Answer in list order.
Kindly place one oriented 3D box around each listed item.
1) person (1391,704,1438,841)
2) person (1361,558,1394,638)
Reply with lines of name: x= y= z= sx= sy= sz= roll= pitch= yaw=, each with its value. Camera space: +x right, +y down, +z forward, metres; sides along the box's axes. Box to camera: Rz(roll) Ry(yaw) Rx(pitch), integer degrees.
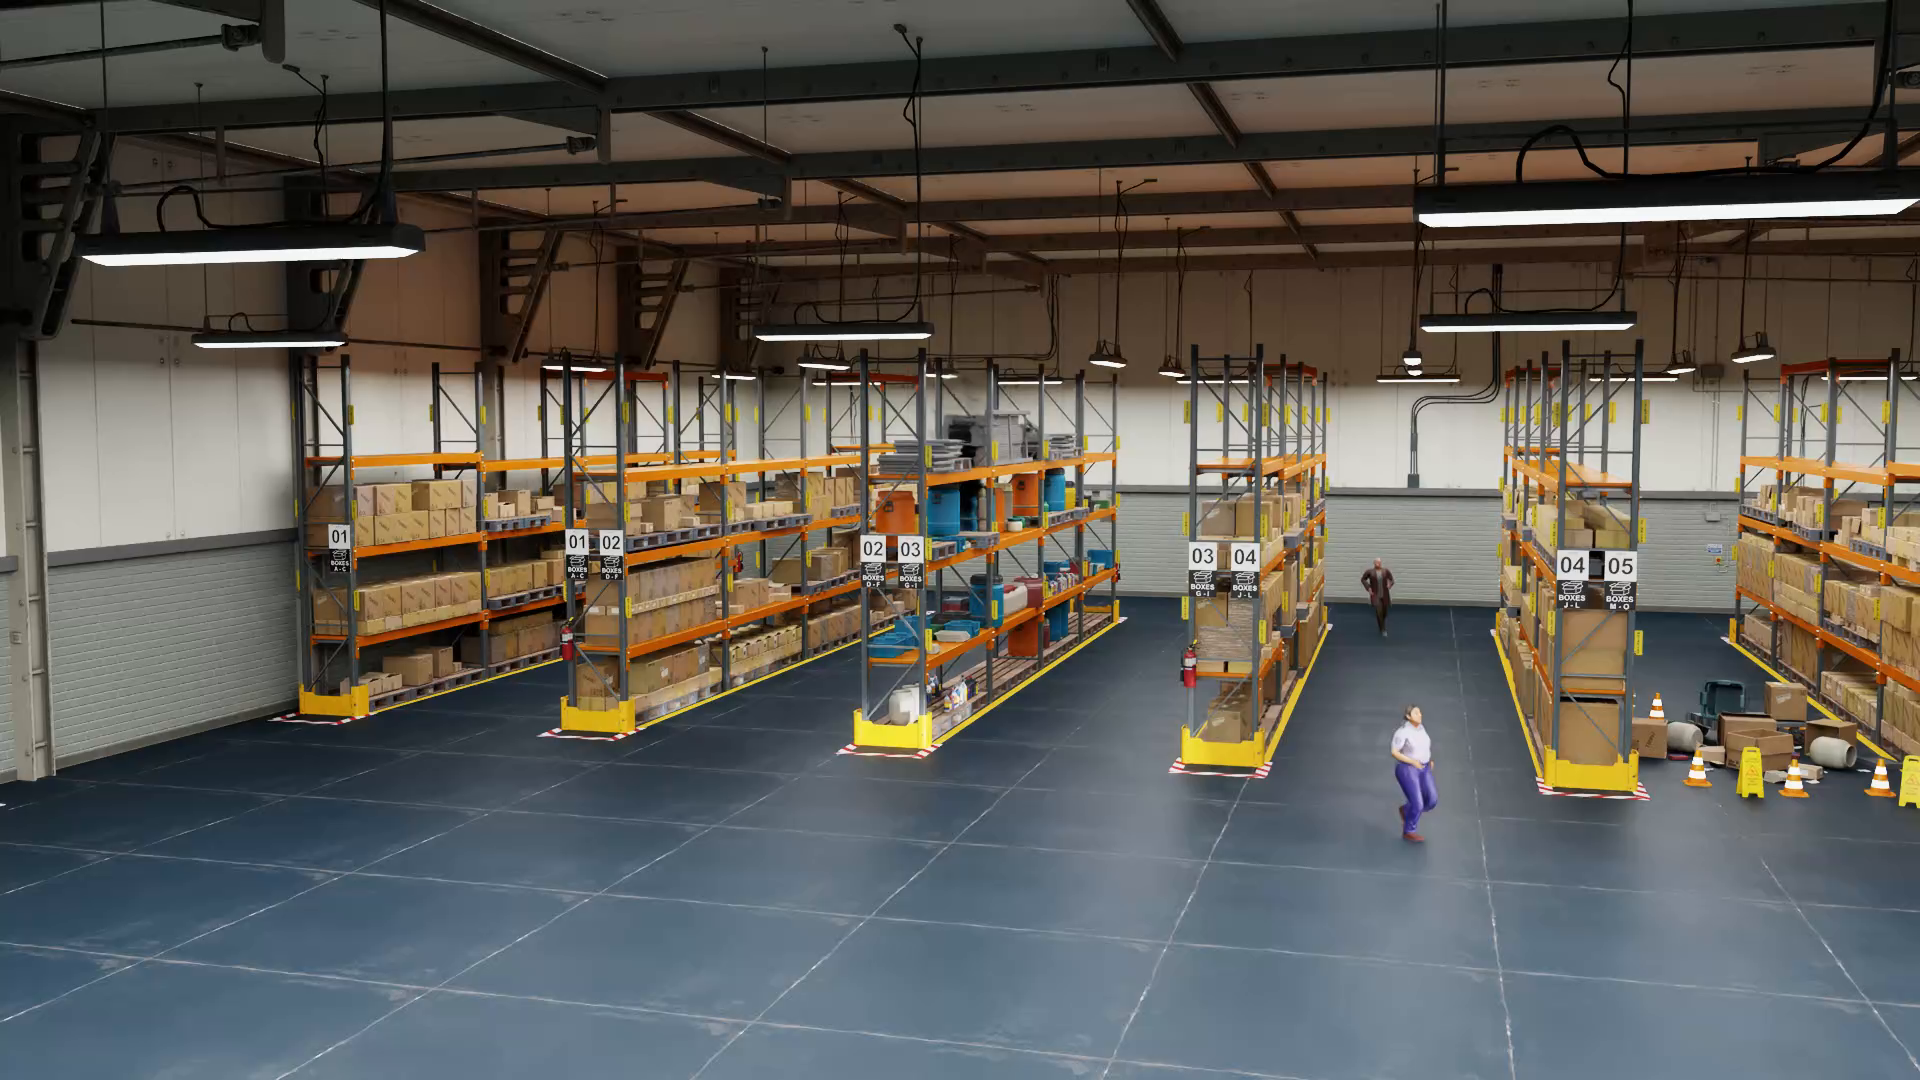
person: x=5.352 y=2.738 z=19.616 sx=0.603 sy=1.589 sz=0.571 roll=-3 pitch=5 yaw=-35
person: x=9.519 y=1.286 z=37.874 sx=0.720 sy=1.785 sz=0.946 roll=0 pitch=4 yaw=0
